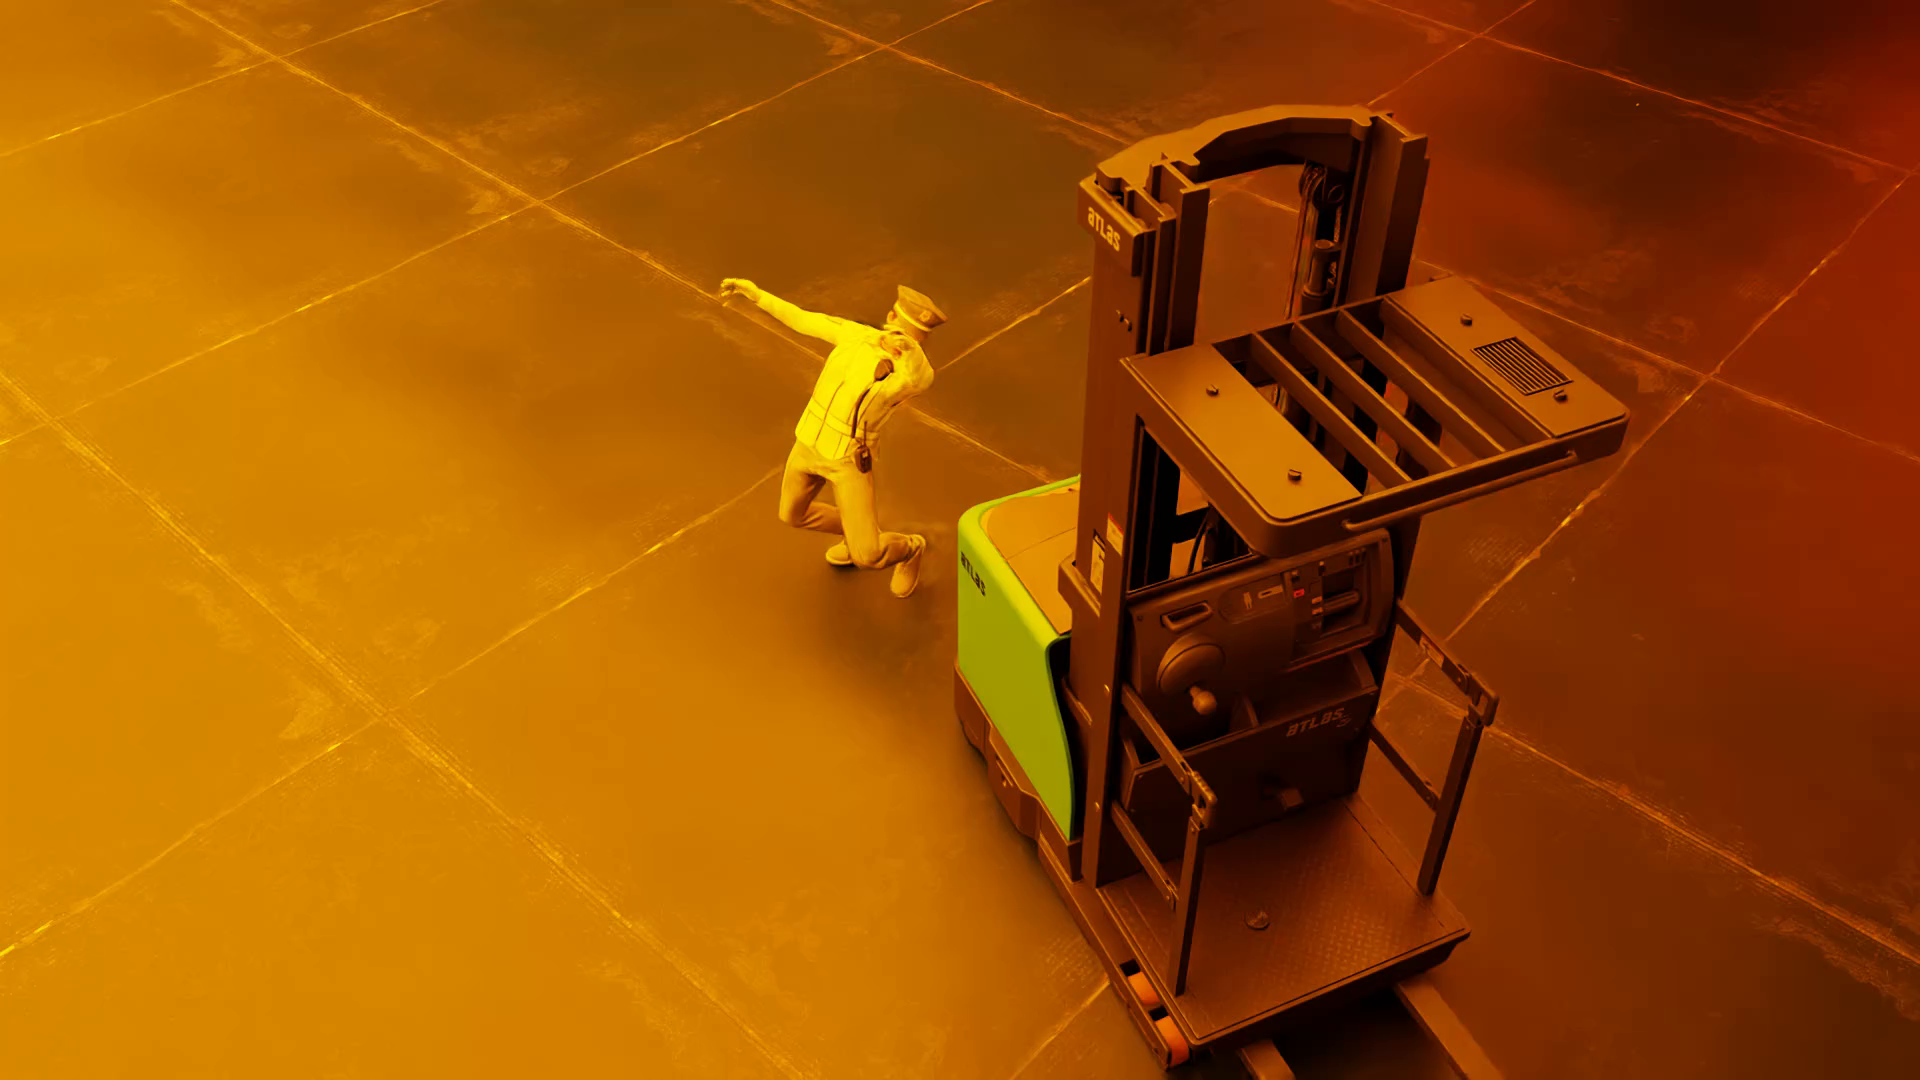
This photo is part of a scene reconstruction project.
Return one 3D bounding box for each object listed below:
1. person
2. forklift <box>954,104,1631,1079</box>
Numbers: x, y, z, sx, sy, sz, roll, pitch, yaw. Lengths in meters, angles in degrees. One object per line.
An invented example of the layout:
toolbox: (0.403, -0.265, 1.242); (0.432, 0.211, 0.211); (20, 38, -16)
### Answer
person: (-0.426, -0.489, 7.042); (0.907, 1.553, 0.724); (31, 50, 31)
forklift: (1.042, 0.335, 5.037); (1.130, 2.935, 3.031); (-16, 43, -18)
